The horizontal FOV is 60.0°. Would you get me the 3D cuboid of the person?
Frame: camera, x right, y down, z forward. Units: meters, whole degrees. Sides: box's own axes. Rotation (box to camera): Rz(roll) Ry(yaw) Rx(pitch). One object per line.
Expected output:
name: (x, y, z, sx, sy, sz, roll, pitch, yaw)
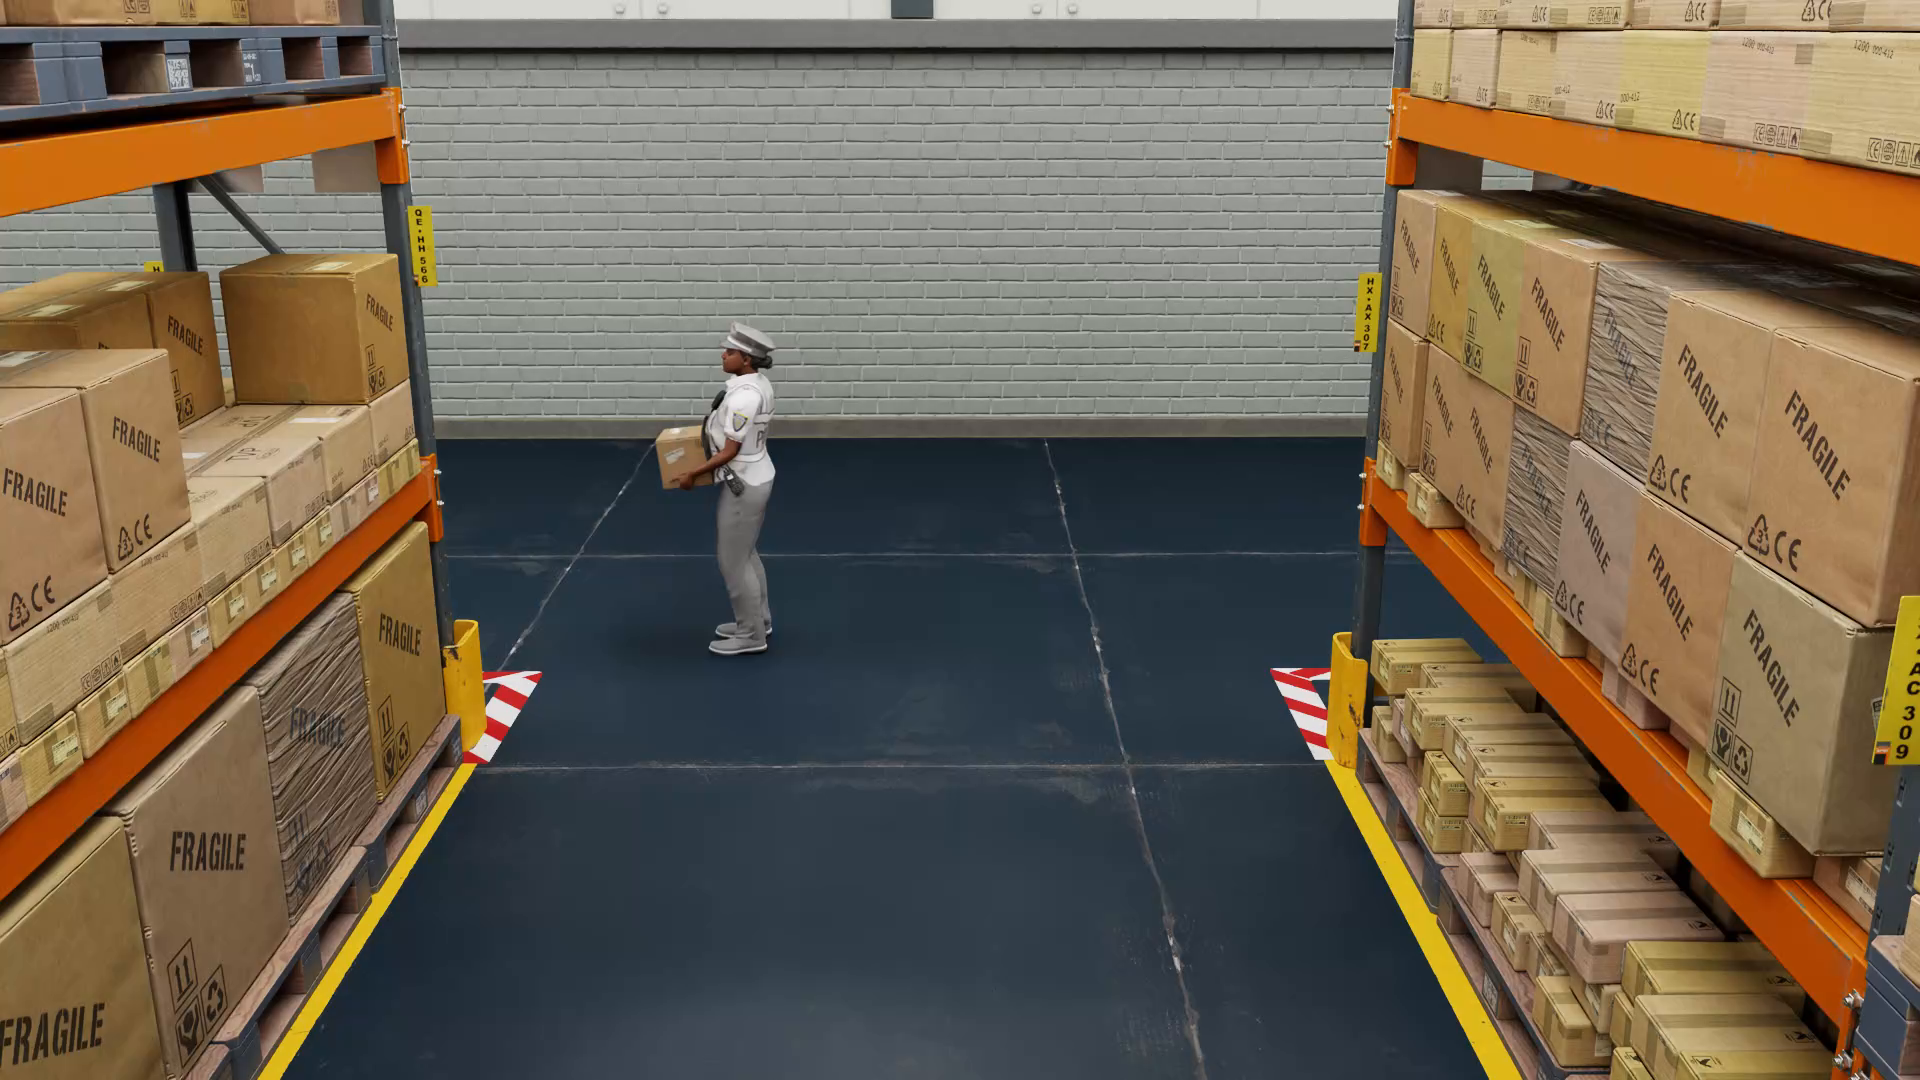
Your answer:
person: (-1.171, -0.266, 8.366, 0.540, 1.683, 0.449, 0, 17, -1)
